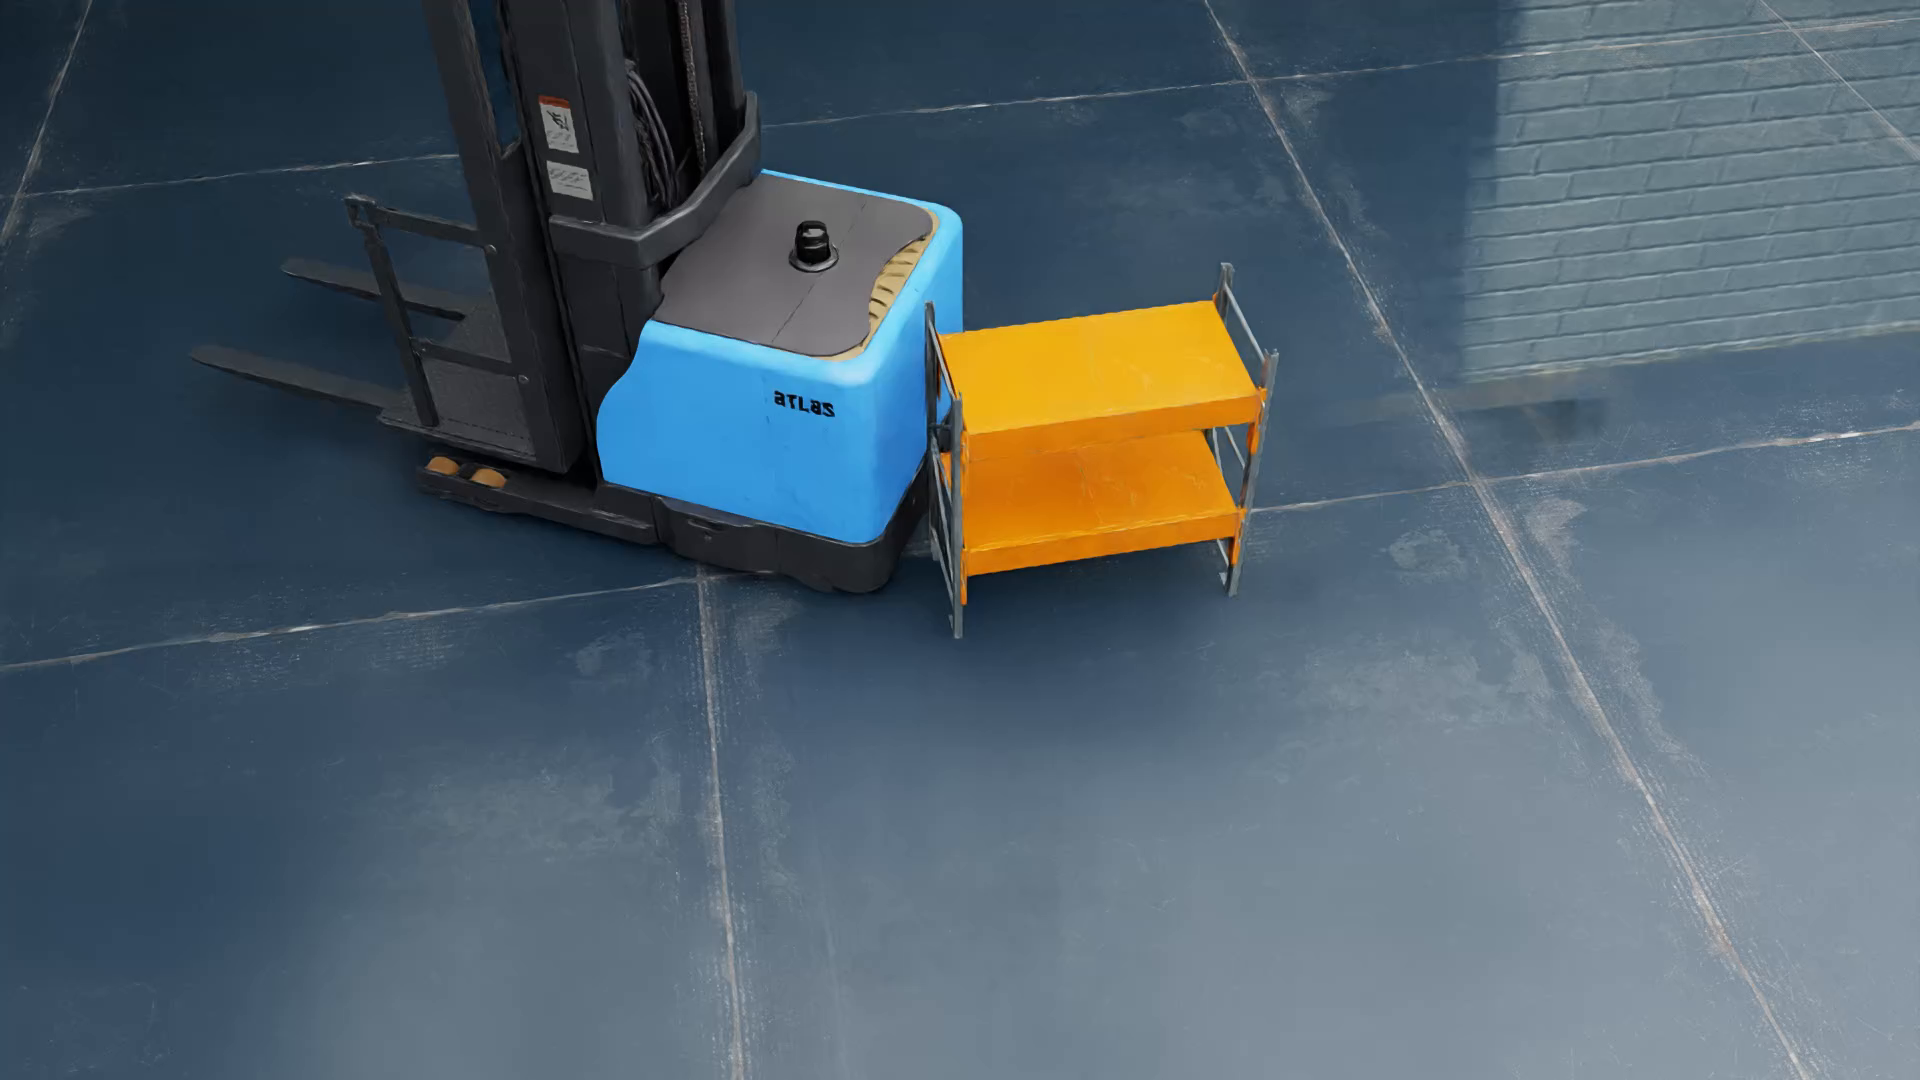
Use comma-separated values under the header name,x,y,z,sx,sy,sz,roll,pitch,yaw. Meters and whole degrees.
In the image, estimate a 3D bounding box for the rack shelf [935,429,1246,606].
name,x,y,z,sx,sy,sz,roll,pitch,yaw
rack shelf,0.444,-0.121,5.925,1.000,0.278,0.538,-8,47,-8

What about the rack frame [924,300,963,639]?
name,x,y,z,sx,sy,sz,roll,pitch,yaw
rack frame,-0.054,-0.217,5.678,0.032,1.125,0.500,-8,47,-8

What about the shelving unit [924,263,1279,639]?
name,x,y,z,sx,sy,sz,roll,pitch,yaw
shelving unit,0.444,-0.290,5.749,1.048,1.125,0.538,-8,47,-8

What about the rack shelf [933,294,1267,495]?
name,x,y,z,sx,sy,sz,roll,pitch,yaw
rack shelf,0.444,-0.493,5.538,1.000,0.278,0.538,-8,47,-8

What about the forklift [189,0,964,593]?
name,x,y,z,sx,sy,sz,roll,pitch,yaw
forklift,-1.550,-1.471,5.632,3.031,2.935,1.130,14,48,13

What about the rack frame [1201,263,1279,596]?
name,x,y,z,sx,sy,sz,roll,pitch,yaw
rack frame,0.942,-0.363,5.819,0.032,1.125,0.500,-8,47,-8
